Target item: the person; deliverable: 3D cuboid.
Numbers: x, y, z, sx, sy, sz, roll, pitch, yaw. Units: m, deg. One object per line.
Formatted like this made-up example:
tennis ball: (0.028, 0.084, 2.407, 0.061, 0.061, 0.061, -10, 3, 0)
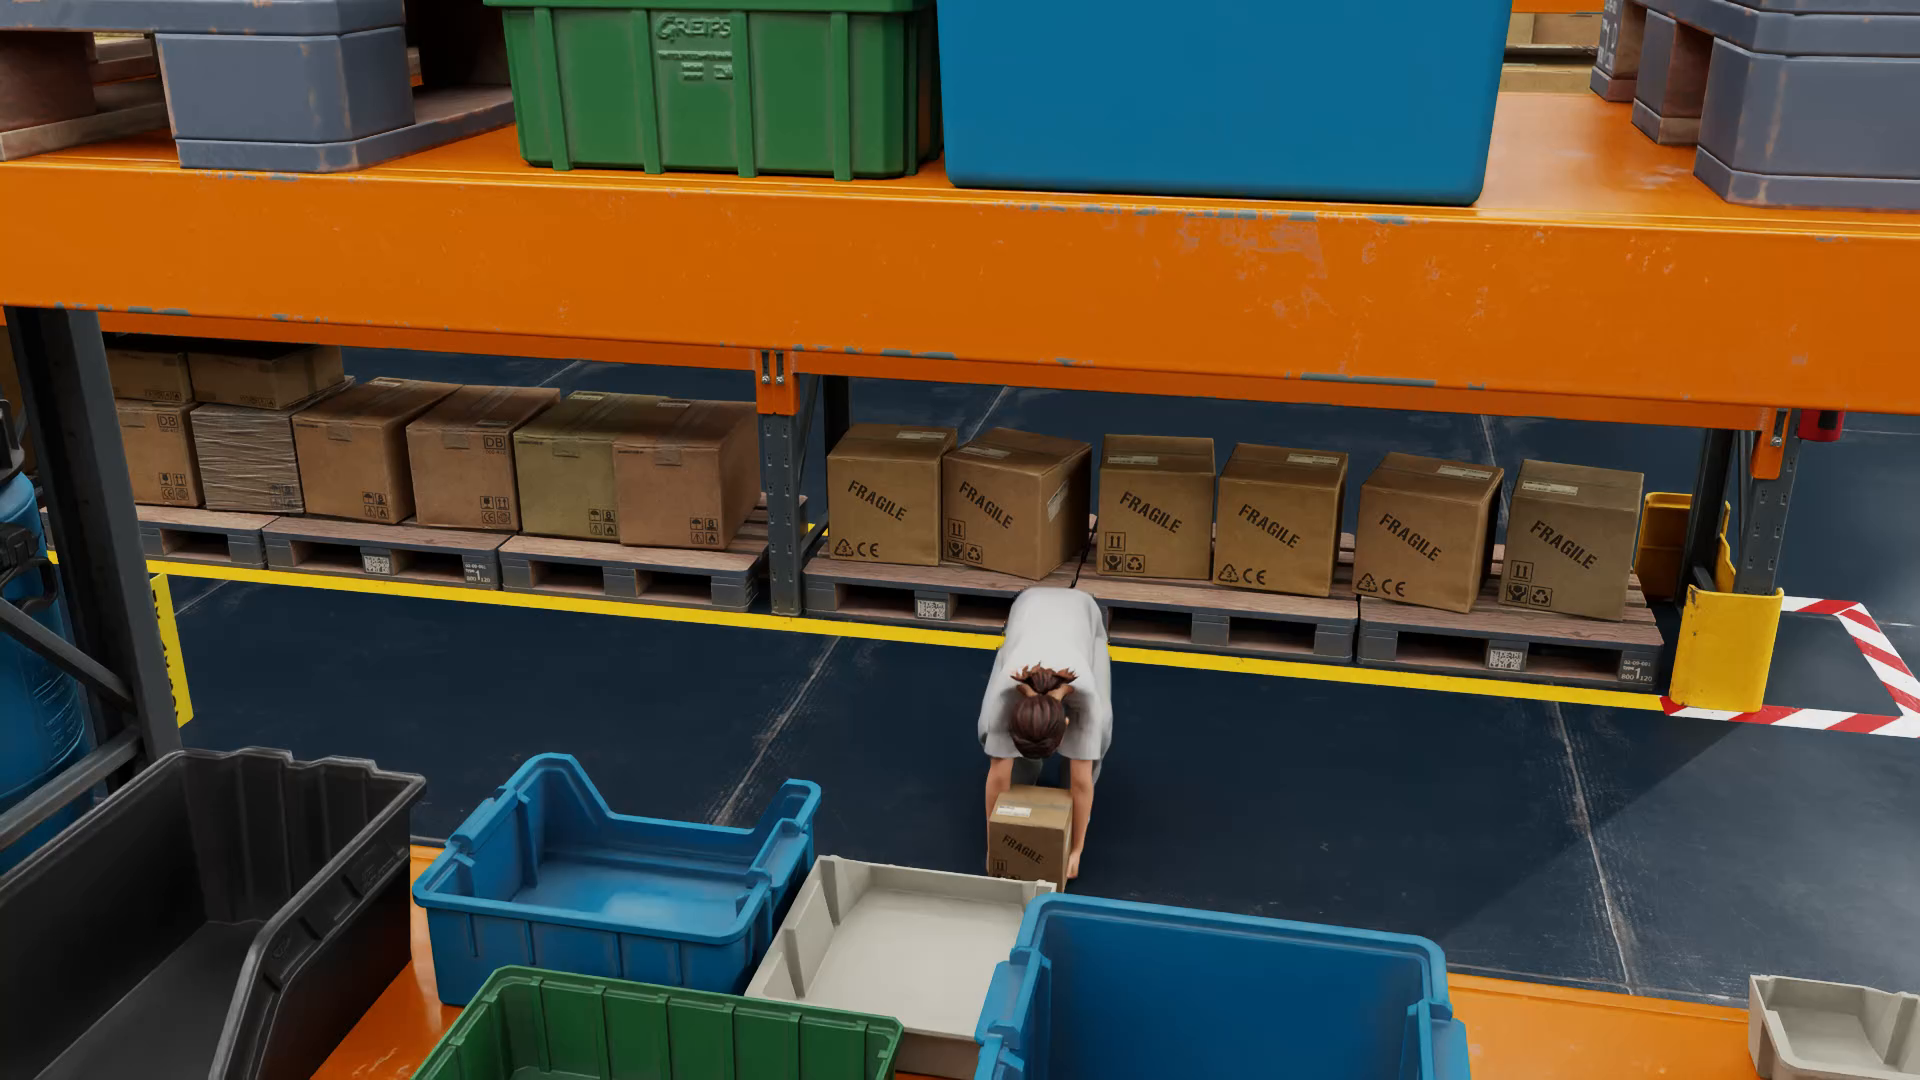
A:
person: (0.295, 0.639, 5.708, 0.461, 0.808, 0.863, 4, 22, 9)
